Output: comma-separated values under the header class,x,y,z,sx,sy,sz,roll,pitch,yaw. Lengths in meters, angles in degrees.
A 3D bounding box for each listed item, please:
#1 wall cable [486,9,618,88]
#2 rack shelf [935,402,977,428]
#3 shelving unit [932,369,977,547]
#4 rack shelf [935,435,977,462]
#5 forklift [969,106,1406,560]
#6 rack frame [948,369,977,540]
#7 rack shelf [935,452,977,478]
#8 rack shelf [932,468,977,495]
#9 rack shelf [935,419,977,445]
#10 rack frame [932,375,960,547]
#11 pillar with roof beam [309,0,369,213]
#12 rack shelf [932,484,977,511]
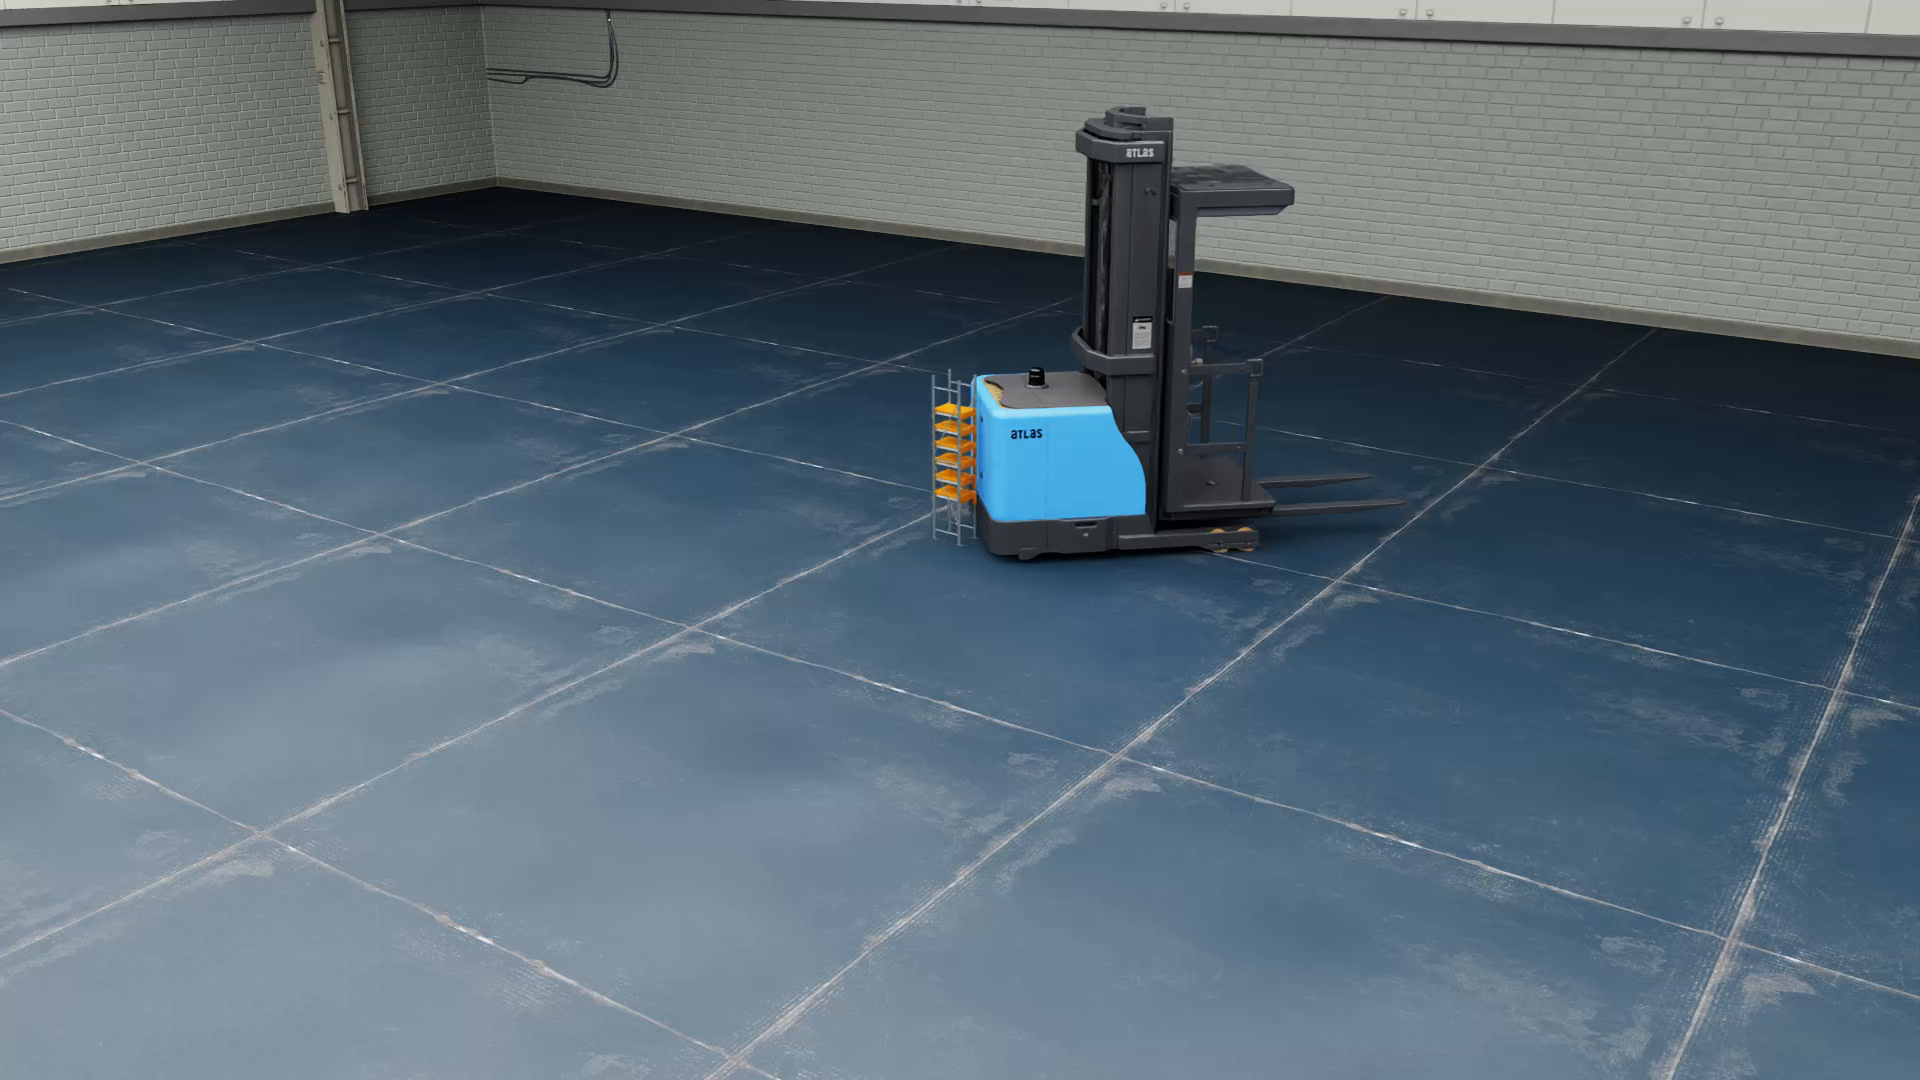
class,x,y,z,sx,sy,sz,roll,pitch,yaw
wall cable,-6.523,-8.376,25.913,3.097,2.526,0.112,13,24,32
rack shelf,-0.039,-0.862,11.457,0.258,0.103,0.180,15,25,34
shelving unit,-0.039,-0.566,11.566,0.258,1.200,0.189,15,25,34
rack shelf,-0.039,-0.637,11.540,0.258,0.103,0.180,15,25,34
forklift,1.629,-1.460,11.488,3.031,2.935,1.130,-3,21,-9
rack frame,0.016,-0.592,11.635,0.240,1.200,0.006,15,25,34
rack shelf,-0.039,-0.525,11.582,0.258,0.103,0.180,15,25,34
rack shelf,-0.039,-0.412,11.623,0.258,0.103,0.180,15,25,34
rack shelf,-0.039,-0.750,11.499,0.258,0.103,0.180,15,25,34
rack frame,-0.094,-0.541,11.498,0.240,1.200,0.006,15,25,34
pillar with roof beam,-5.713,-8.405,21.517,9.100,9.000,0.400,13,24,32
rack shelf,-0.039,-0.300,11.665,0.258,0.103,0.180,15,25,34
